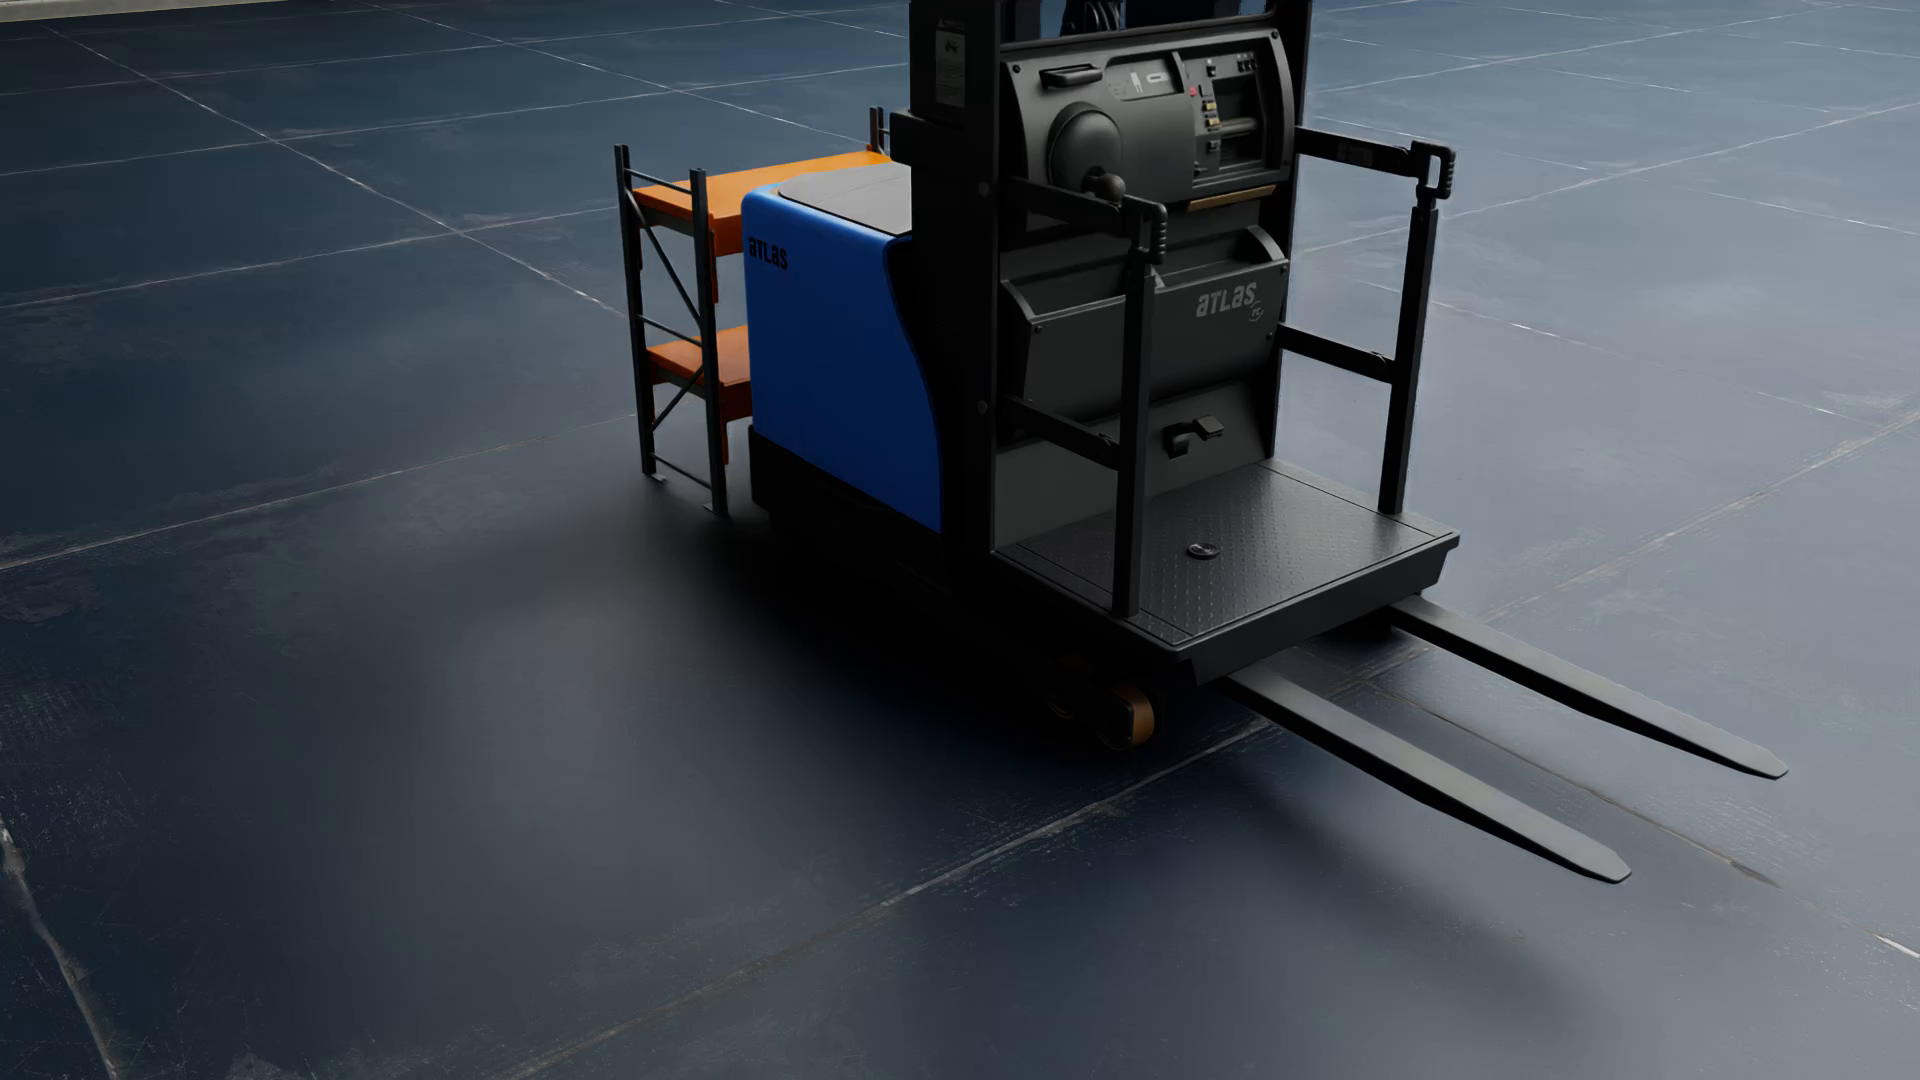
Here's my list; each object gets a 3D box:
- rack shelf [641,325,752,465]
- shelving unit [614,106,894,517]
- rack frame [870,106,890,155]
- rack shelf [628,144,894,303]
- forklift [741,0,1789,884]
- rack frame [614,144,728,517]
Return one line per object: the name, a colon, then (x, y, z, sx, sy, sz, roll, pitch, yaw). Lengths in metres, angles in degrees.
rack shelf: (-0.538, -0.584, 5.753, 1.000, 0.278, 0.538, -19, 31, -35)
shelving unit: (-0.538, -0.806, 5.650, 1.048, 1.125, 0.538, -19, 31, -35)
rack frame: (-0.147, -0.943, 5.945, 0.032, 1.125, 0.500, -19, 31, -35)
rack shelf: (-0.538, -1.072, 5.527, 1.000, 0.278, 0.538, -19, 31, -35)
forklift: (0.627, -1.043, 4.016, 1.130, 2.935, 3.031, -18, 30, -34)
rack frame: (-0.928, -0.669, 5.355, 0.032, 1.125, 0.500, -19, 31, -35)
